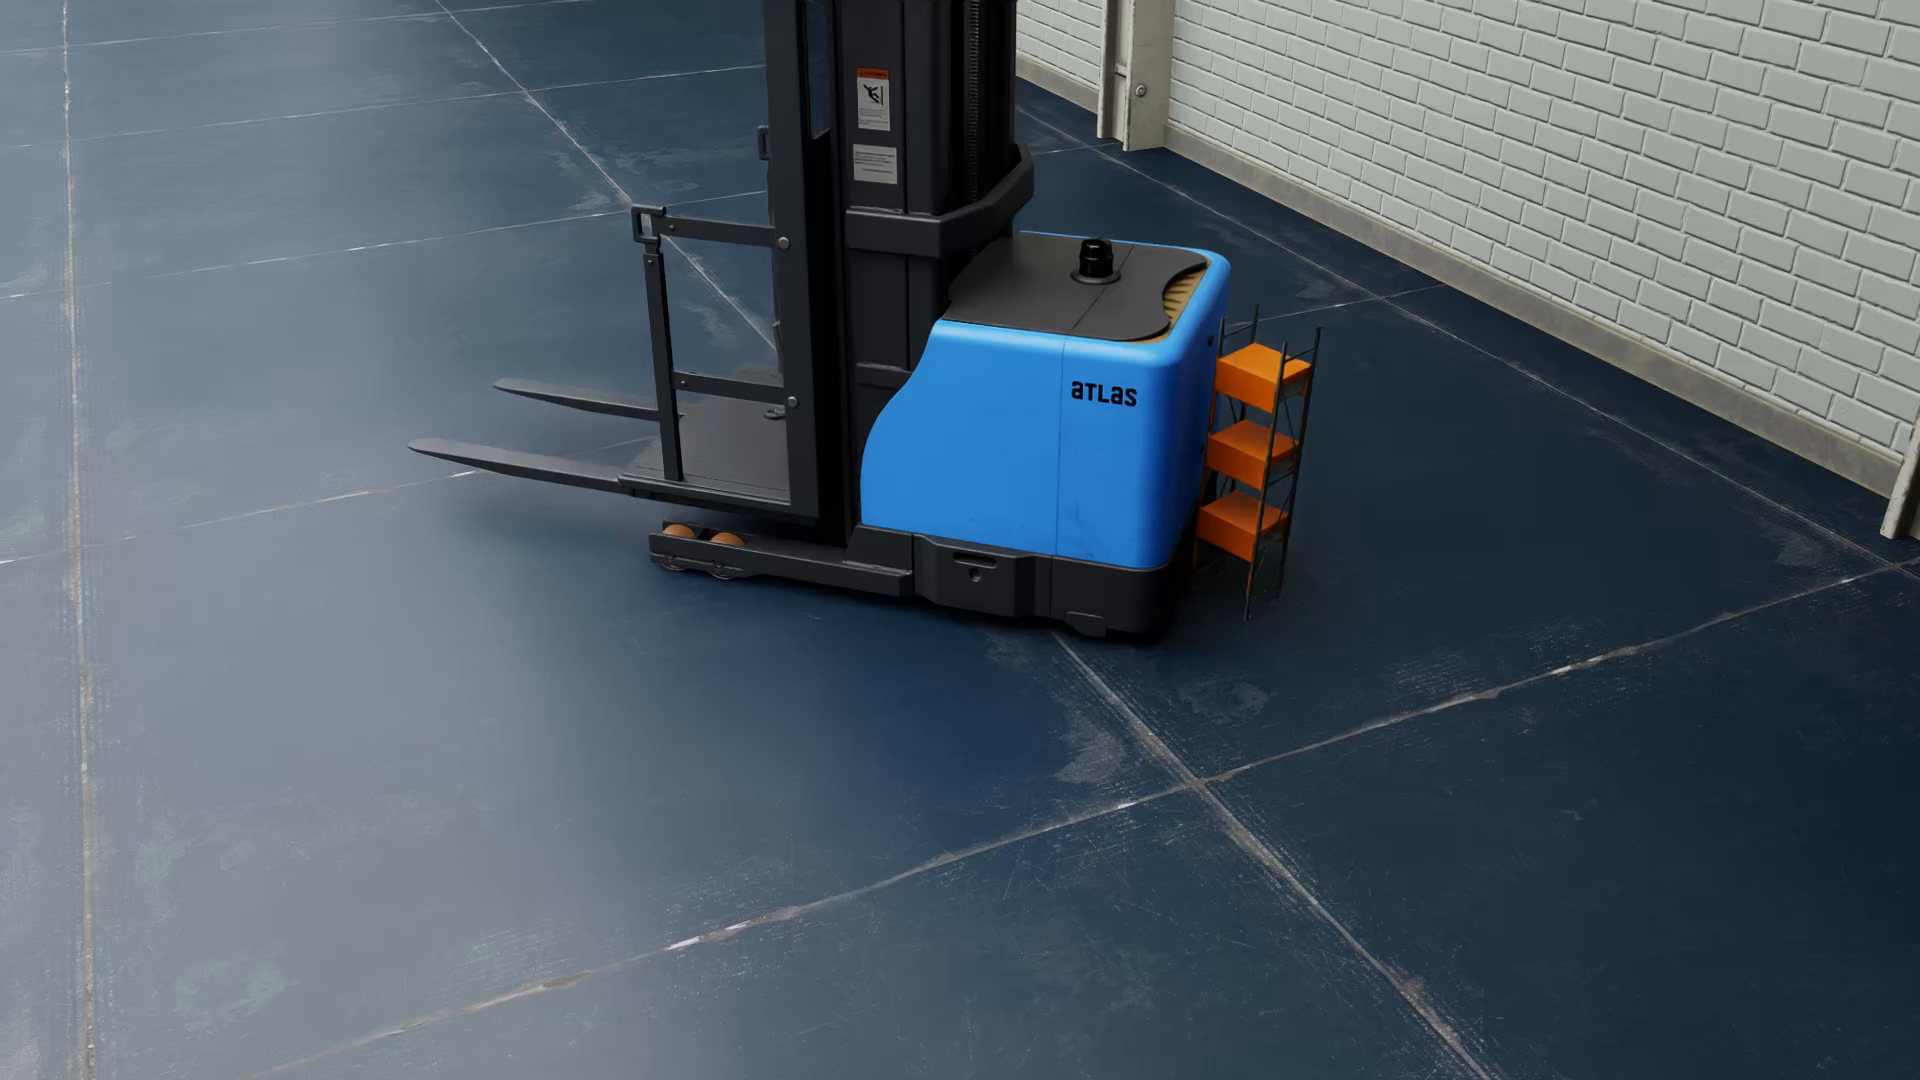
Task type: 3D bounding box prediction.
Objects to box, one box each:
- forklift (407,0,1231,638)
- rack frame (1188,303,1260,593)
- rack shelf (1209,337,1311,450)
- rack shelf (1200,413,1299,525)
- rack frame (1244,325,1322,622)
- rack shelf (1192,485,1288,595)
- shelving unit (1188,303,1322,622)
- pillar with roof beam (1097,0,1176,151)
[{"bbox_3d":[-0.606,-1.369,5.694,3.031,2.935,1.130,9,31,16],"label":"forklift"},{"bbox_3d":[0.898,-0.296,5.684,0.200,1.050,0.008,-26,41,-38],"label":"rack frame"},{"bbox_3d":[0.992,-0.484,5.471,0.215,0.259,0.240,-26,41,-38],"label":"rack shelf"},{"bbox_3d":[0.983,-0.241,5.617,0.215,0.259,0.240,-26,41,-38],"label":"rack shelf"},{"bbox_3d":[1.070,-0.203,5.539,0.200,1.050,0.008,-26,41,-38],"label":"rack frame"},{"bbox_3d":[0.975,-0.002,5.760,0.215,0.259,0.240,-26,41,-38],"label":"rack shelf"},{"bbox_3d":[0.984,-0.250,5.611,0.215,1.050,0.252,-26,41,-38],"label":"shelving unit"},{"bbox_3d":[-2.759,-5.644,7.115,9.100,9.000,0.400,-13,32,-22],"label":"pillar with roof beam"}]
